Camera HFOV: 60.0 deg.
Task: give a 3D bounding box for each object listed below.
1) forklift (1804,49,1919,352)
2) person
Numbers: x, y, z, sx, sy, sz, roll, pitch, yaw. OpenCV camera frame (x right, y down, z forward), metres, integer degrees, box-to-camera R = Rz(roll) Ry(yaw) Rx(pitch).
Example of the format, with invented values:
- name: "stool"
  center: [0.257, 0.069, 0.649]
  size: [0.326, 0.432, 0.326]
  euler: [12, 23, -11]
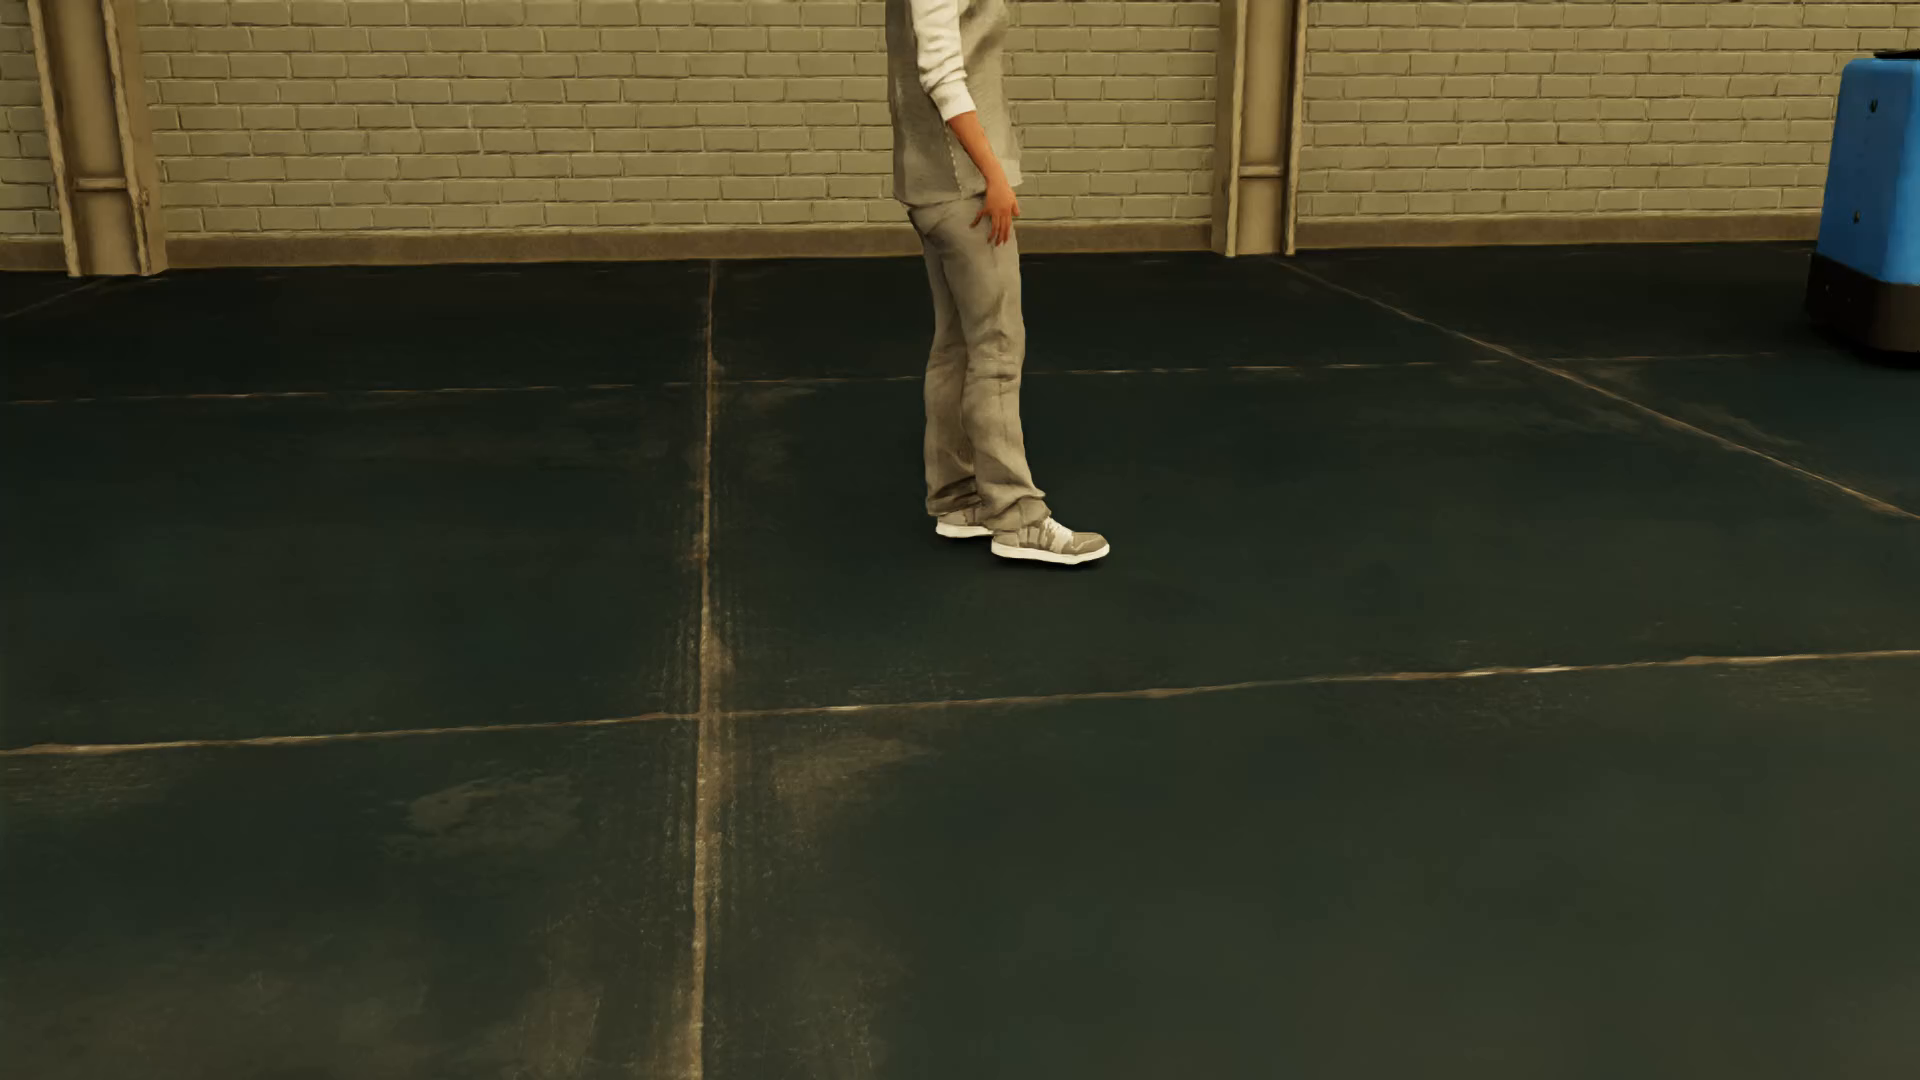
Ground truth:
- name: "forklift"
  center: [4.874, -2.070, 5.757]
  size: [3.031, 2.935, 1.130]
  euler: [4, 17, 11]
- name: "person"
  center: [0.075, -0.770, 3.730]
  size: [0.474, 1.597, 0.521]
  euler: [-2, 17, -8]
